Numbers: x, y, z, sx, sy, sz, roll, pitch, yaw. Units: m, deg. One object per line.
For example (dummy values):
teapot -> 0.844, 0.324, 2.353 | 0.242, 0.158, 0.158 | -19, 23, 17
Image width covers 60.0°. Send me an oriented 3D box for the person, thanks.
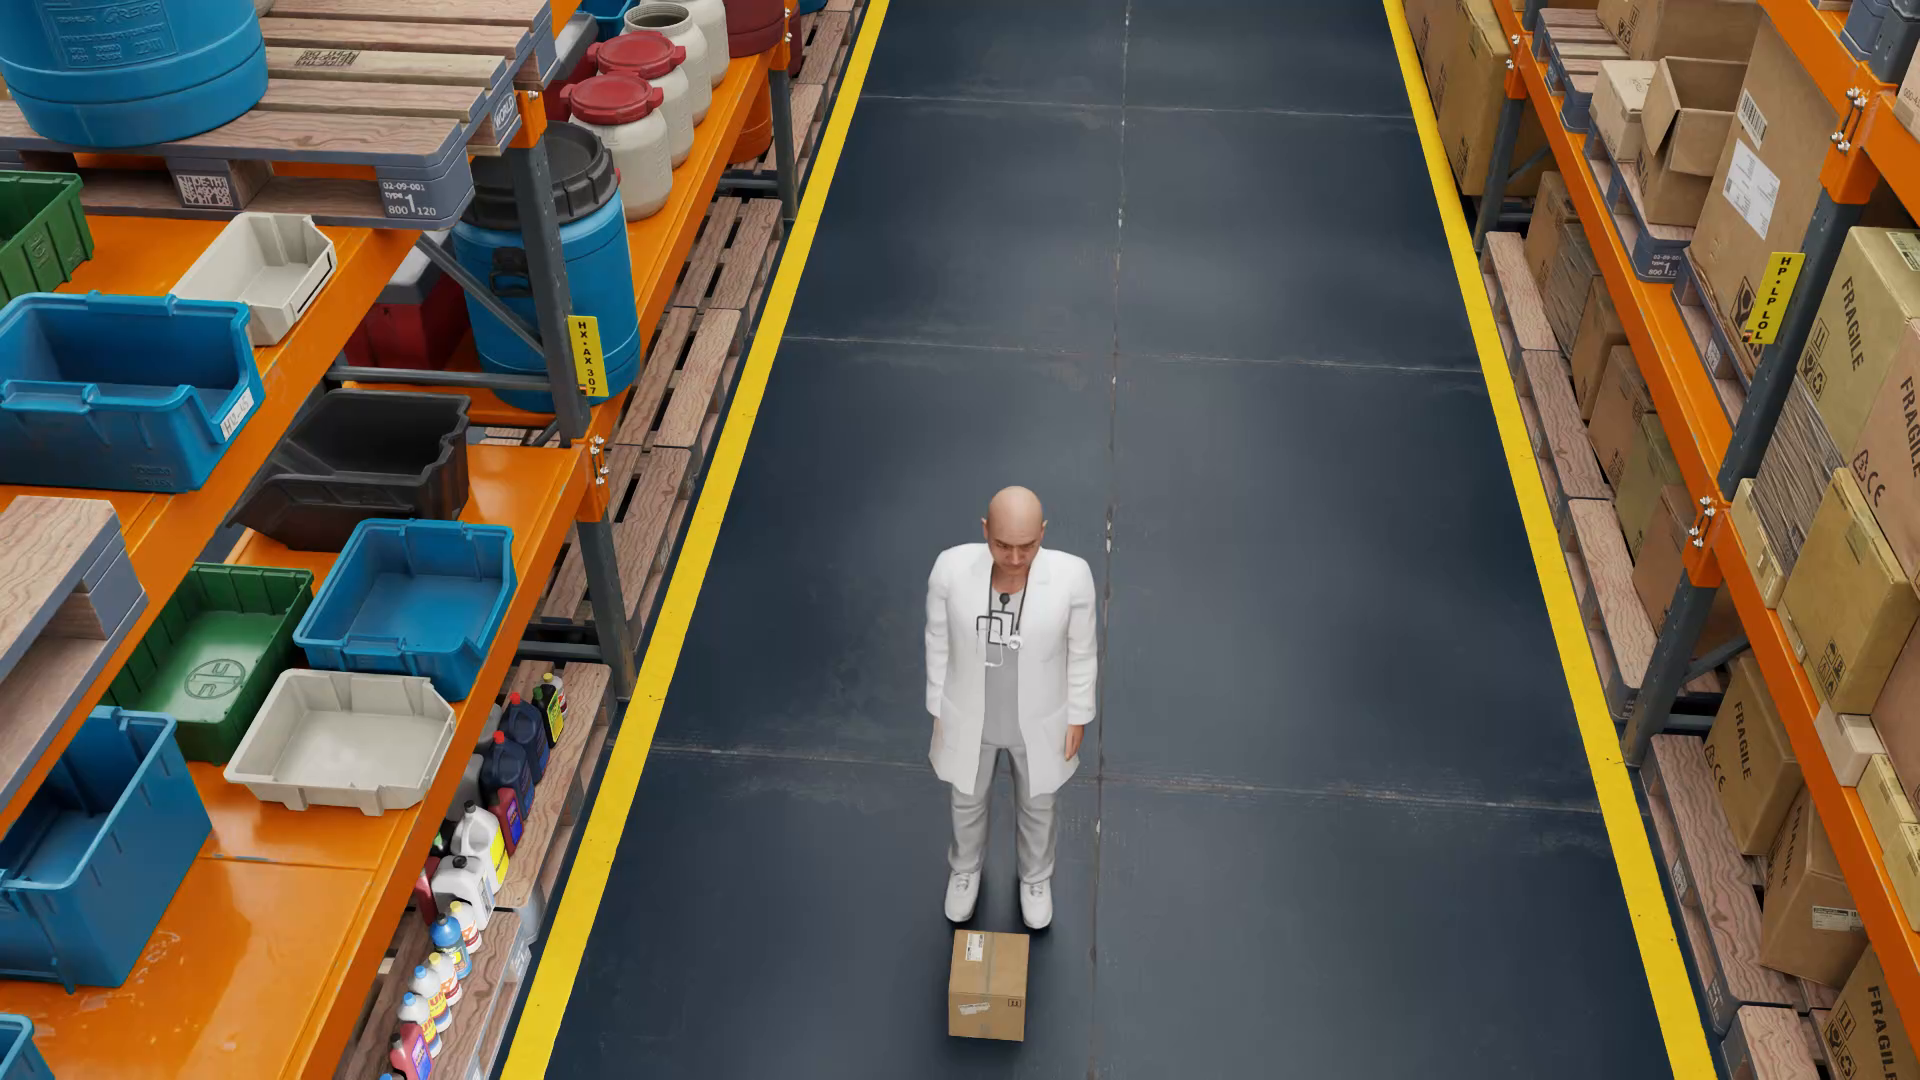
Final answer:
person -> 0.161, 0.581, 5.463 | 0.564, 1.780, 0.377 | 4, 40, 5
